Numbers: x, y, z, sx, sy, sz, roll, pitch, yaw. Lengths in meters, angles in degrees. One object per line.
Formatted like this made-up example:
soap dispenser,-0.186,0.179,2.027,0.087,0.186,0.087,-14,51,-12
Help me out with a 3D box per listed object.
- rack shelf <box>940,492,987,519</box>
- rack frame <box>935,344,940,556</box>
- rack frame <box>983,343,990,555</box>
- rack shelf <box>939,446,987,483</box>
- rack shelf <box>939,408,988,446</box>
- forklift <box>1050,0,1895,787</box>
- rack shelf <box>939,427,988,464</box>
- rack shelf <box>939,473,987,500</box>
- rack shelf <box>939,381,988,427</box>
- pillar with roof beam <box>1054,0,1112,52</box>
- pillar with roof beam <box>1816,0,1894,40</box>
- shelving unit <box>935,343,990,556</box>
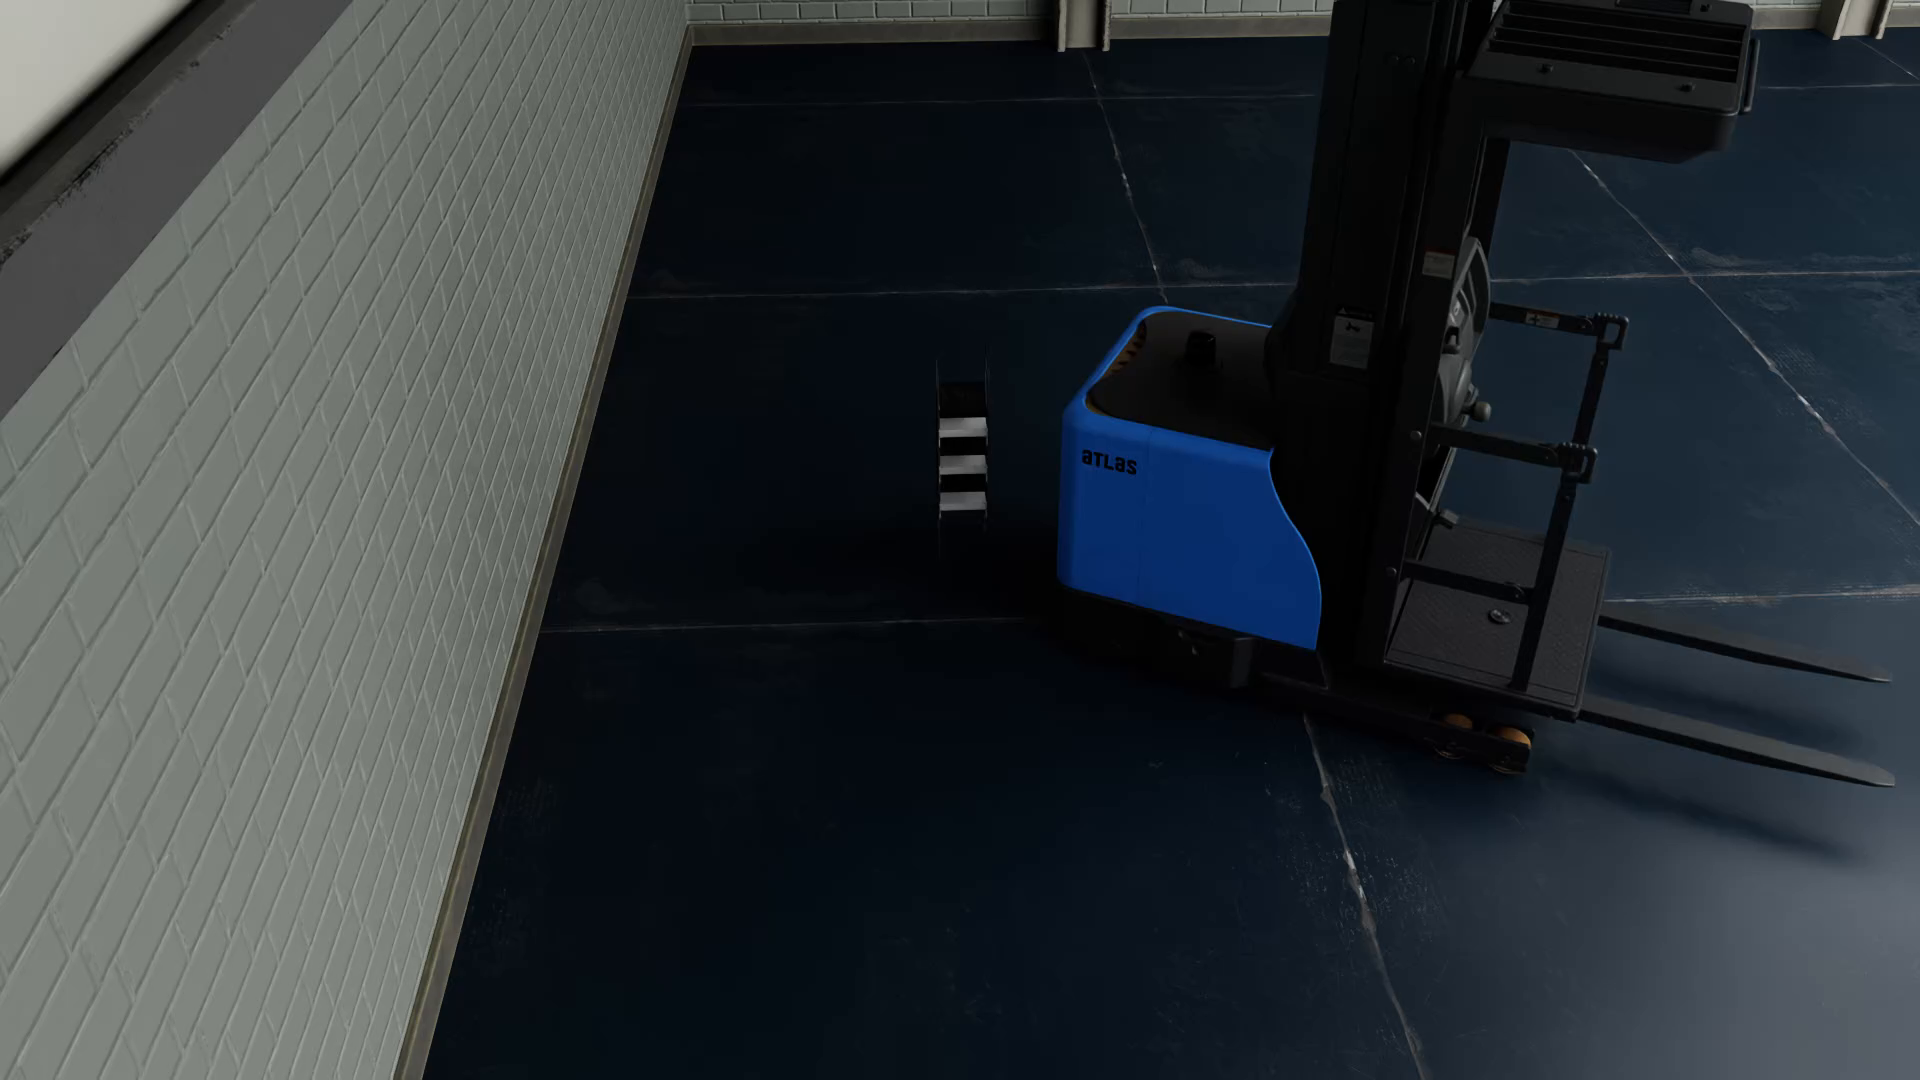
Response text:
rack shelf,0.008,-0.195,7.116,0.200,0.077,0.258,-2,35,-2
rack frame,-0.093,-0.367,6.990,0.006,0.900,0.240,-2,35,-2
rack frame,0.110,-0.373,6.998,0.006,0.900,0.240,-2,35,-2
rack shelf,0.008,-0.343,7.013,0.200,0.077,0.258,-2,35,-2
rack shelf,0.008,-0.491,6.911,0.200,0.077,0.258,-2,35,-2
forklift,1.925,-0.705,5.693,3.031,2.935,1.130,14,37,19
rack shelf,0.008,-0.417,6.962,0.200,0.077,0.258,-2,35,-2
rack shelf,0.008,-0.269,7.064,0.200,0.077,0.258,-2,35,-2
rack shelf,0.008,-0.565,6.860,0.200,0.077,0.258,-2,35,-2
pillar with roof beam,1.131,-5.046,6.634,0.400,9.000,9.100,-2,35,-2
pillar with roof beam,7.125,-5.208,6.867,0.400,9.000,9.100,-2,35,-2
shelving unit,0.008,-0.370,6.994,0.210,0.900,0.258,-2,35,-2
